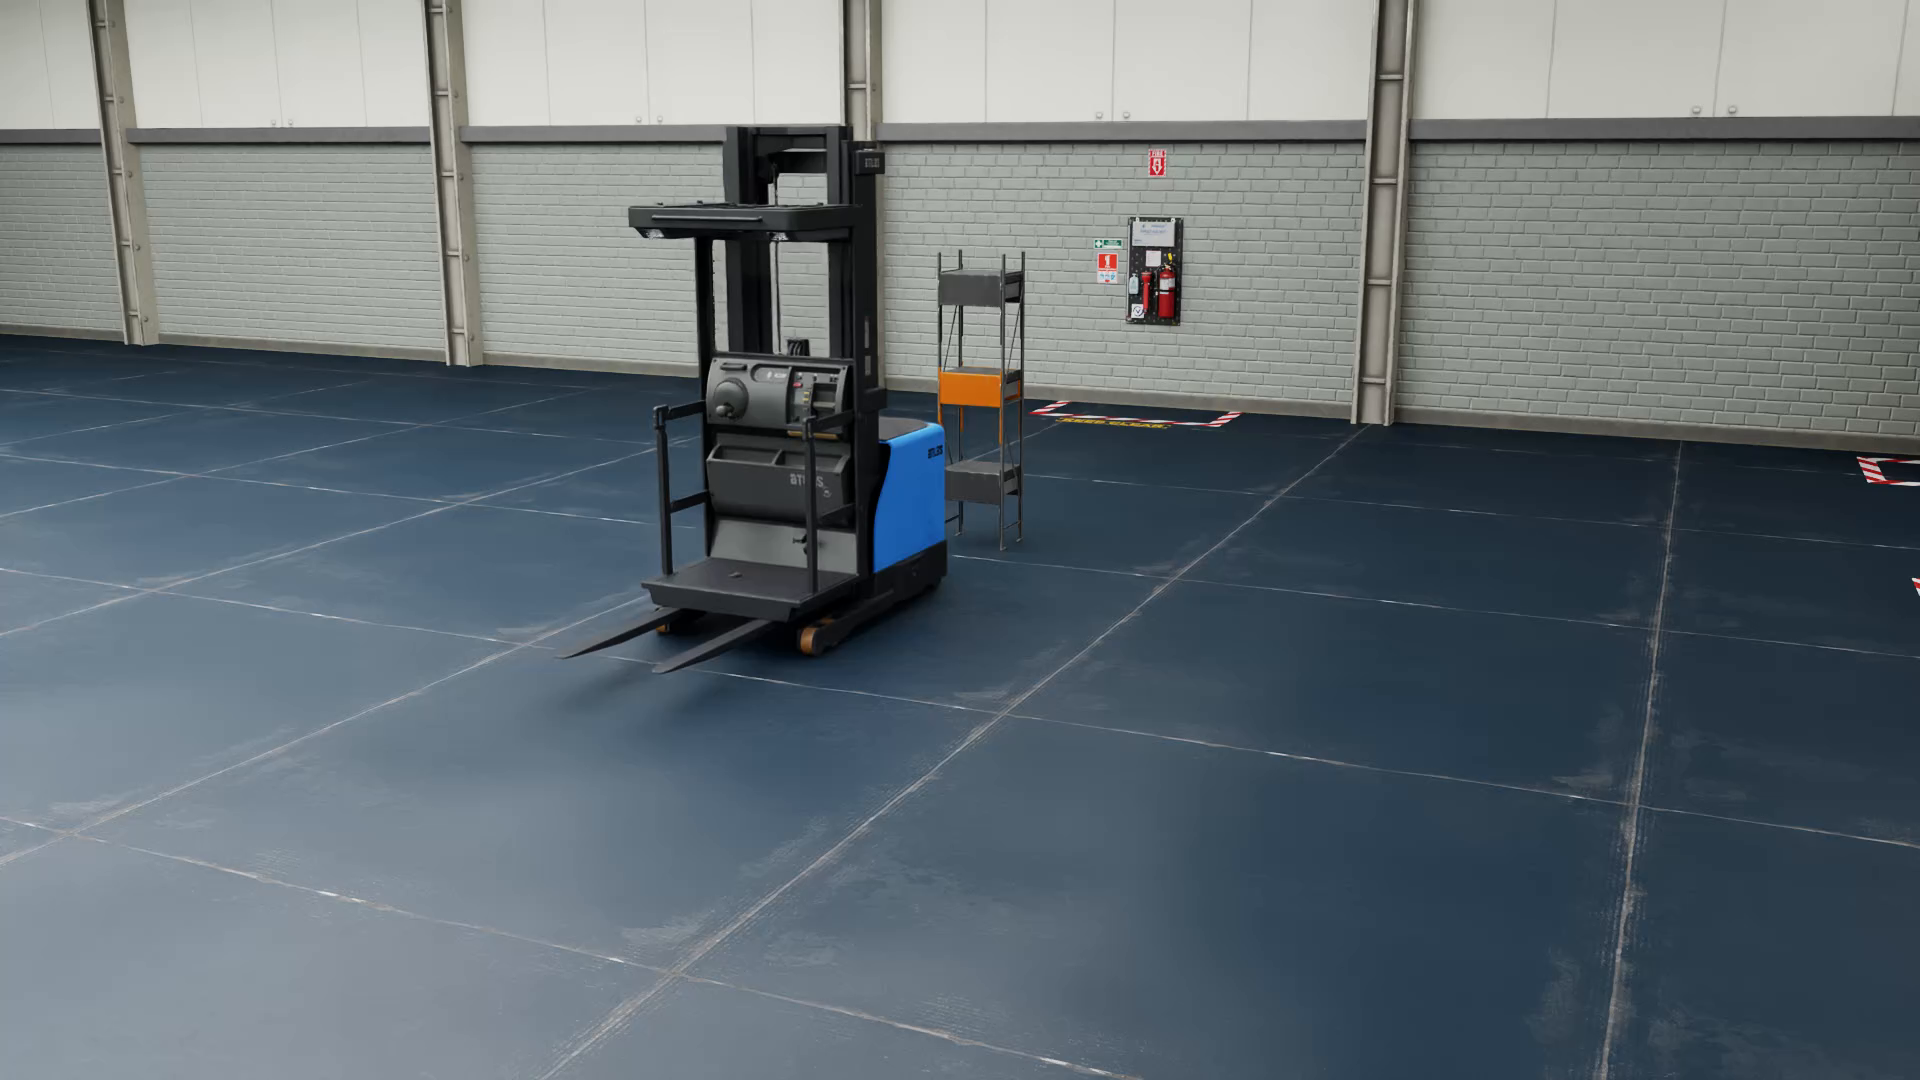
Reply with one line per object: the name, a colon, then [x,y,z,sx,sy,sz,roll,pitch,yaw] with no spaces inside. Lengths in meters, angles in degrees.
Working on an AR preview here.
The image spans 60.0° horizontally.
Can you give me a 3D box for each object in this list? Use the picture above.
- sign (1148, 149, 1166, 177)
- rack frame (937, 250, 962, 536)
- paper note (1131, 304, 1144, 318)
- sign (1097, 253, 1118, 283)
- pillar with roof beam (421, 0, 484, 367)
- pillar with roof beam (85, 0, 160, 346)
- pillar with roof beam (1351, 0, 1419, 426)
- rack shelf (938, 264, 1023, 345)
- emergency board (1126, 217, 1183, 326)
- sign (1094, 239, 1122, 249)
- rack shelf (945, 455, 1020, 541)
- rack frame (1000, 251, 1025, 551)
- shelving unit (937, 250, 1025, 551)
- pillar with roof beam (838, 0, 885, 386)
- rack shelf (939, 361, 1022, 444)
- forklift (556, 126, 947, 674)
sign: [2.139,-4.087,18.033,0.199,0.298,0.001,6,14,23]
rack frame: [-0.072,-1.029,12.046,0.015,2.100,0.400,6,14,23]
paper note: [1.972,-2.539,18.438,0.142,0.148,0.016,6,14,23]
sign: [1.642,-3.027,18.512,0.234,0.329,0.001,6,14,23]
pillar with roof beam: [-8.365,-5.832,17.412,0.400,9.000,9.100,6,14,23]
pillar with roof beam: [-13.851,-6.388,19.778,0.400,9.000,9.100,6,14,23]
pillar with roof beam: [2.606,-4.722,12.680,0.400,9.000,9.100,6,14,23]
rack shelf: [0.151,-1.675,11.793,0.480,0.518,0.431,6,14,23]
emergency board: [2.106,-2.937,18.206,0.643,1.169,0.194,6,14,23]
sign: [1.643,-3.283,18.441,0.331,0.109,0.001,6,14,23]
rack shelf: [0.151,-0.312,12.113,0.480,0.518,0.431,6,14,23]
rack frame: [0.374,-0.984,11.853,0.015,2.100,0.400,6,14,23]
shelving unit: [0.151,-1.007,11.950,0.503,2.100,0.431,6,14,23]
pillar with roof beam: [-2.880,-5.277,15.046,0.400,9.000,9.100,6,14,23]
rack shelf: [0.151,-0.994,11.953,0.480,0.518,0.431,6,14,23]
forklift: [-1.168,-0.882,9.598,1.130,2.935,3.031,6,15,24]
